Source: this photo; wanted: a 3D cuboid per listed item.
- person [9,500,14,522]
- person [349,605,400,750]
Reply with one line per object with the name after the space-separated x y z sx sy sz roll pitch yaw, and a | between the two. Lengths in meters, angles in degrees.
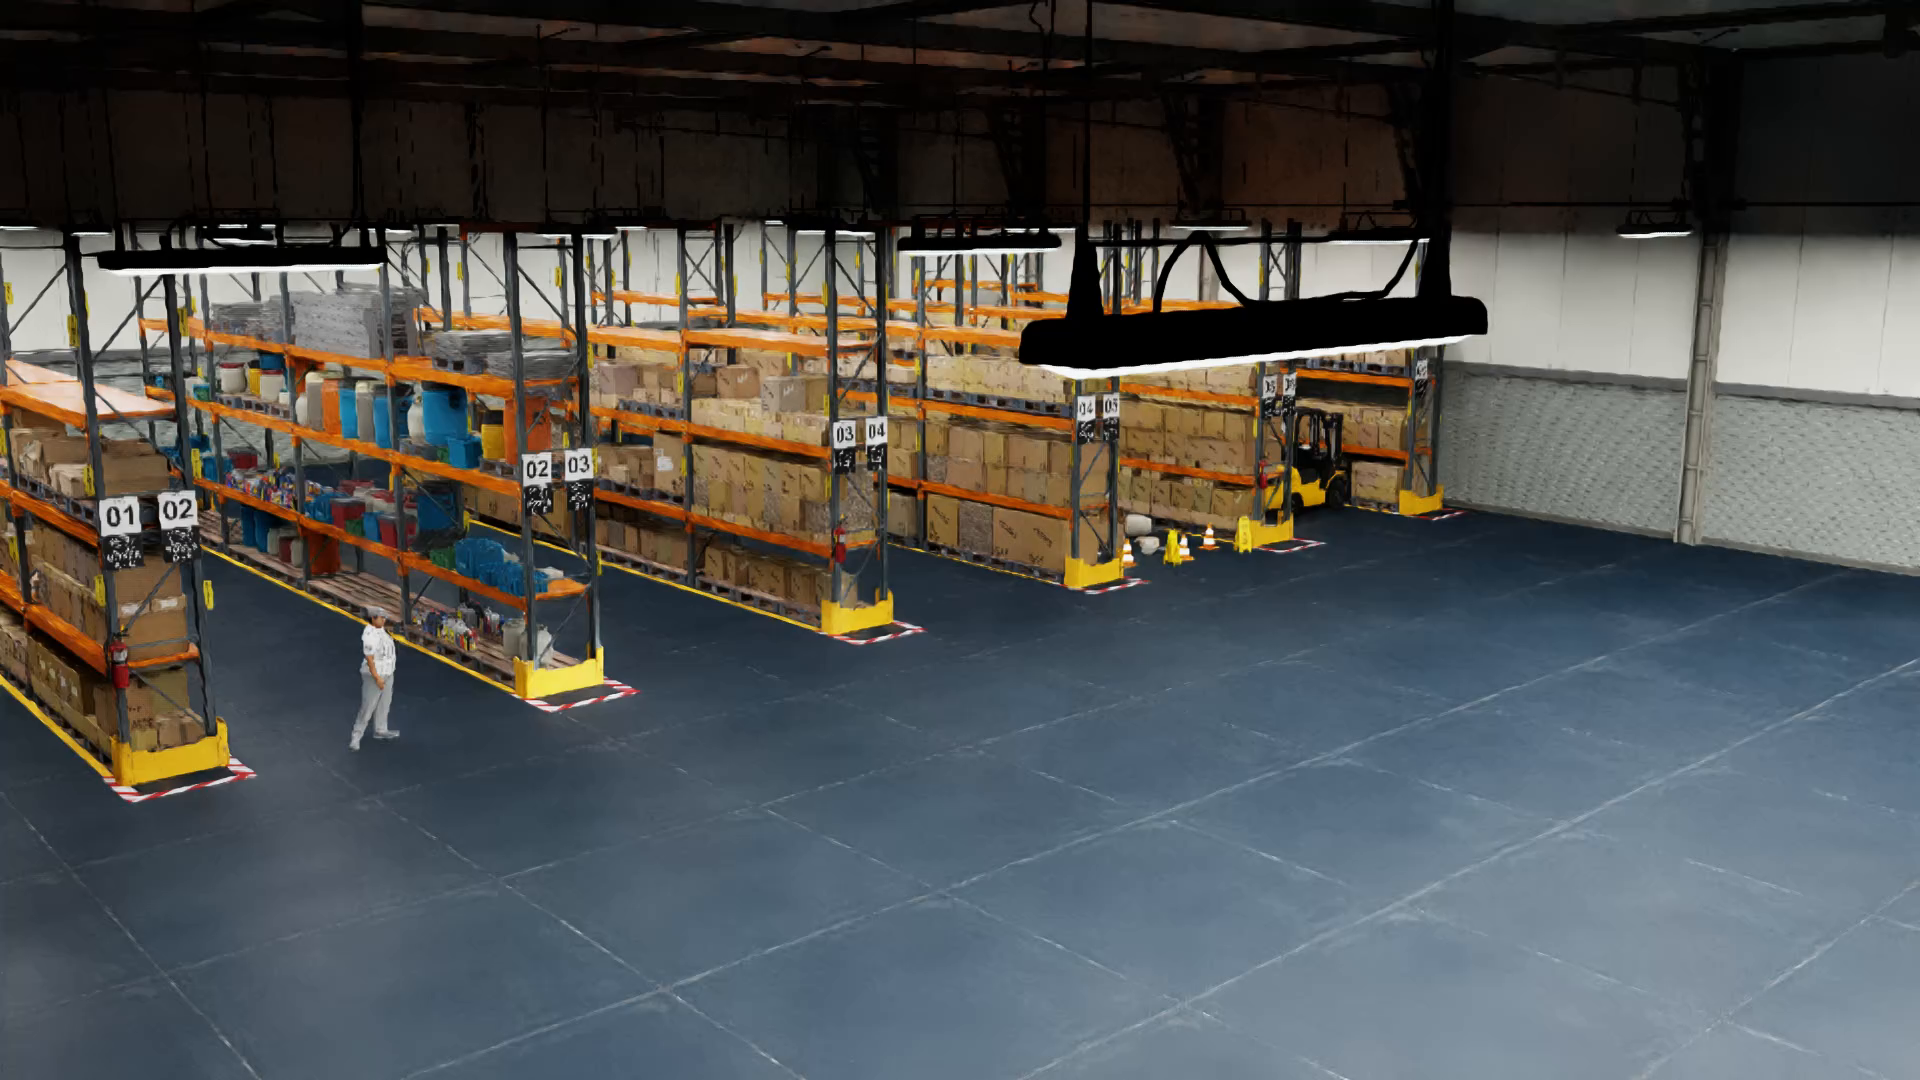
-17.578 -0.772 31.099 0.438 1.786 0.643 -7 13 -31 | person
-6.989 1.615 19.723 0.494 1.660 0.704 0 11 1 | person
